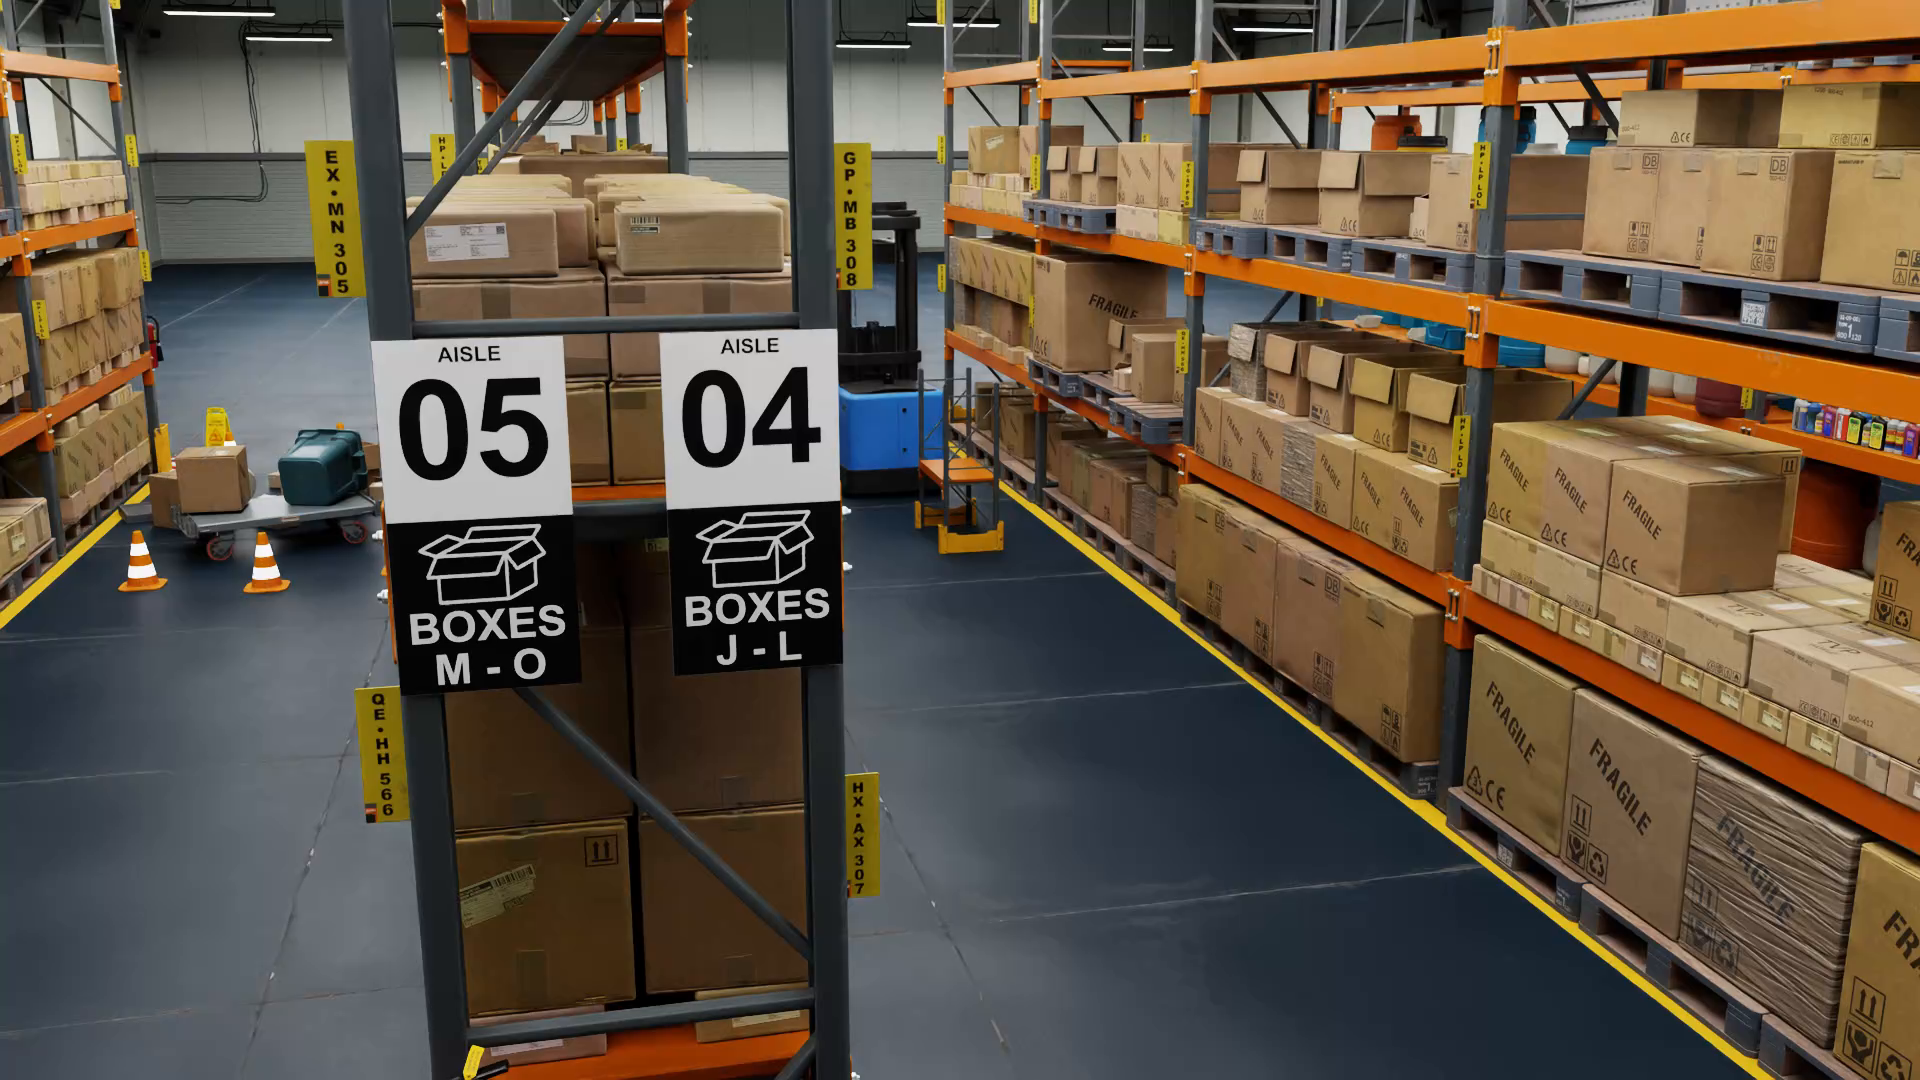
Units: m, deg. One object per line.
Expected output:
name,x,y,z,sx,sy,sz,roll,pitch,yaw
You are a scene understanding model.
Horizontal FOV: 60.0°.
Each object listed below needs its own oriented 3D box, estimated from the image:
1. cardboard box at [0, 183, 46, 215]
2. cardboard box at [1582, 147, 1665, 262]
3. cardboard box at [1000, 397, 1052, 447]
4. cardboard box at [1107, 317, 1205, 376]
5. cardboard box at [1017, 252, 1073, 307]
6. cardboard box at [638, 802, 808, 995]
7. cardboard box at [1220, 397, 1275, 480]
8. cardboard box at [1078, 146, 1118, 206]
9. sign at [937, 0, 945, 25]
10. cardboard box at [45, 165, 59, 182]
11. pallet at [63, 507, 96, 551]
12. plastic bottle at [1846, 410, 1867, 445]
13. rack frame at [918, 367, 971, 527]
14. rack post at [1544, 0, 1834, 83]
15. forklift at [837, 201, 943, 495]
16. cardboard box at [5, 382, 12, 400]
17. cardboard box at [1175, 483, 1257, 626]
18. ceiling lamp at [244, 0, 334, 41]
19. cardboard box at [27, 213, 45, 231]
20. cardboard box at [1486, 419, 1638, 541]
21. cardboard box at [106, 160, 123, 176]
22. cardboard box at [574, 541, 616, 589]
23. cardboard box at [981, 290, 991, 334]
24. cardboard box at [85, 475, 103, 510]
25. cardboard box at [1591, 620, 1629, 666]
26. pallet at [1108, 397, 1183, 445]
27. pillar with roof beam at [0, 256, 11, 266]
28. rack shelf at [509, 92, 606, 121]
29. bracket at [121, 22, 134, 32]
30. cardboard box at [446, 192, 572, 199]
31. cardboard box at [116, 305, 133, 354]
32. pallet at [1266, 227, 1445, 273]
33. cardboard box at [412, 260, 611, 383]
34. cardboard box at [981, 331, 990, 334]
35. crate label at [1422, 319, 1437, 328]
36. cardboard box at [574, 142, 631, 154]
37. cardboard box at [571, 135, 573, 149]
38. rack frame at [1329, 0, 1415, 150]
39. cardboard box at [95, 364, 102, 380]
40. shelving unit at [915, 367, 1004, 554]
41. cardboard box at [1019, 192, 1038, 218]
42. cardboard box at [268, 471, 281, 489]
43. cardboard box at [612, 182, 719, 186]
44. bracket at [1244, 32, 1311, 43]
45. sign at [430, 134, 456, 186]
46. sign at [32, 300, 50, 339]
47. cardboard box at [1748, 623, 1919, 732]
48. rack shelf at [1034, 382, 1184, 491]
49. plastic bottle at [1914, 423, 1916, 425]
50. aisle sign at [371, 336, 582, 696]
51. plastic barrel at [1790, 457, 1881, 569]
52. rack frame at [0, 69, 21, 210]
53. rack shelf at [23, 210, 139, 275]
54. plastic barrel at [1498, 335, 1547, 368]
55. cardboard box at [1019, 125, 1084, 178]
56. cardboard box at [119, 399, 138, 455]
cardboard box,-8.219,-2.932,14.300,0.500,0.250,0.500,-4,14,-14
cardboard box,3.372,-1.575,7.748,0.700,0.500,0.500,-4,14,-16
cardboard box,0.744,-1.325,18.735,0.500,0.500,0.500,-2,14,-8
cardboard box,1.748,-1.698,14.779,0.797,0.503,0.637,-2,14,-7
cardboard box,0.878,-2.606,16.653,0.500,0.500,0.500,-3,14,-13
cardboard box,-0.613,0.870,4.529,0.500,0.500,0.500,-3,14,-11
cardboard box,2.163,-0.719,11.661,0.500,0.500,0.500,-4,14,-15
cardboard box,1.487,-3.219,14.683,0.797,0.503,0.637,-3,14,-11
sign,-0.216,-6.138,19.278,0.100,0.325,0.005,-3,14,-13
cardboard box,-8.317,-3.282,14.892,0.380,0.149,0.250,-3,14,-14
pallet,-8.574,-0.085,15.153,1.003,0.211,1.213,-3,14,-13
plastic bottle,6.888,-0.878,12.768,0.061,0.283,0.133,-3,14,-13
rack frame,-0.139,-0.866,15.633,0.500,1.500,0.032,-3,14,-13
rack post,6.611,-4.677,15.011,1.013,1.000,3.121,-3,14,-13
forklift,-1.062,-2.194,18.054,1.130,2.935,3.031,-4,14,-17
cardboard box,-7.948,-1.203,13.500,0.380,0.149,0.250,-4,14,-15
cardboard box,2.332,0.072,12.226,1.225,0.875,0.875,-4,14,-16
ceiling lamp,-16.379,-13.765,40.332,2.000,3.185,0.800,-3,14,-13
cardboard box,-8.221,-2.771,14.481,0.380,0.149,0.250,-3,14,-13
cardboard box,2.994,-0.305,8.286,0.500,0.500,0.500,-3,14,-13
cardboard box,-8.955,-3.870,17.300,0.380,0.149,0.250,-3,14,-13
cardboard box,-1.244,0.295,4.778,0.500,0.500,0.500,-4,14,-15
cardboard box,0.723,-2.600,18.734,0.875,0.500,0.500,-3,14,-13
cardboard box,-8.394,-0.429,15.593,0.500,0.250,0.500,-2,14,-10
cardboard box,3.124,0.456,7.591,0.380,0.149,0.250,-3,14,-14
pallet,1.919,-0.981,13.351,1.213,0.211,1.003,-3,14,-13
pillar with roof beam,-14.901,-9.028,33.241,9.100,9.000,0.548,-3,14,-13
rack shelf,-4.064,-4.418,16.730,1.077,0.370,4.000,-3,14,-13
bracket,-21.461,-13.229,42.852,0.235,0.232,0.430,-3,14,-13
cardboard box,-1.331,-0.937,4.867,0.380,0.149,0.250,-4,14,-14
cardboard box,-8.813,-2.177,17.002,0.500,0.500,0.500,-3,14,-13
pallet,2.659,-1.878,10.695,1.003,0.211,1.213,-3,14,-11
cardboard box,-1.131,-0.537,4.069,0.500,0.250,0.500,-4,14,-15
cardboard box,0.447,-2.273,18.761,0.380,0.149,0.250,-3,14,-13
crate label,5.821,-2.645,19.684,0.502,0.435,0.616,-3,14,-13
cardboard box,-2.307,-2.462,10.862,0.396,0.266,0.258,-3,14,-13
cardboard box,-4.007,-4.308,17.997,0.380,0.149,0.250,-3,14,-12
rack frame,5.126,-5.952,20.652,1.000,3.000,0.127,-3,14,-13
cardboard box,-8.522,-1.607,16.038,0.380,0.149,0.250,-3,14,-13
shelving unit,-0.018,-0.746,15.144,0.587,1.500,1.083,-3,14,-13
cardboard box,0.890,-3.314,16.490,0.500,0.250,0.500,-3,14,-11
cardboard box,-7.050,-0.635,17.535,0.380,0.149,0.250,4,14,16
cardboard box,-1.047,-1.207,5.973,0.380,0.149,0.250,-3,14,-14
bracket,9.073,-14.350,47.443,0.076,0.066,4.783,-3,14,-13
sign,-2.254,-1.608,7.273,0.100,0.325,0.005,-3,14,-13
sign,-7.843,-1.881,14.189,0.100,0.325,0.005,-3,14,-13
cardboard box,3.459,0.526,6.465,0.500,0.250,0.500,-4,14,-15
rack shelf,1.721,-1.028,14.654,1.077,0.370,4.000,-3,14,-13
plastic bottle,7.578,-0.945,13.218,0.097,0.201,0.097,0,14,0
aisle sign,-1.050,-0.047,3.644,0.394,0.787,0.004,-3,14,-13
plastic barrel,7.136,-0.230,13.560,0.600,0.830,0.708,-3,14,-13
rack frame,-8.382,-4.201,13.484,1.000,3.000,0.127,-3,14,-13
rack shelf,-8.852,-2.856,15.814,1.077,0.370,4.000,-3,14,-13
plastic barrel,5.862,-2.253,17.094,0.600,0.901,0.708,-3,14,-13
cardboard box,0.897,-3.822,16.361,0.500,0.500,0.500,-4,14,-15
cardboard box,-8.754,-1.151,16.972,0.500,0.500,0.500,-3,14,-11
